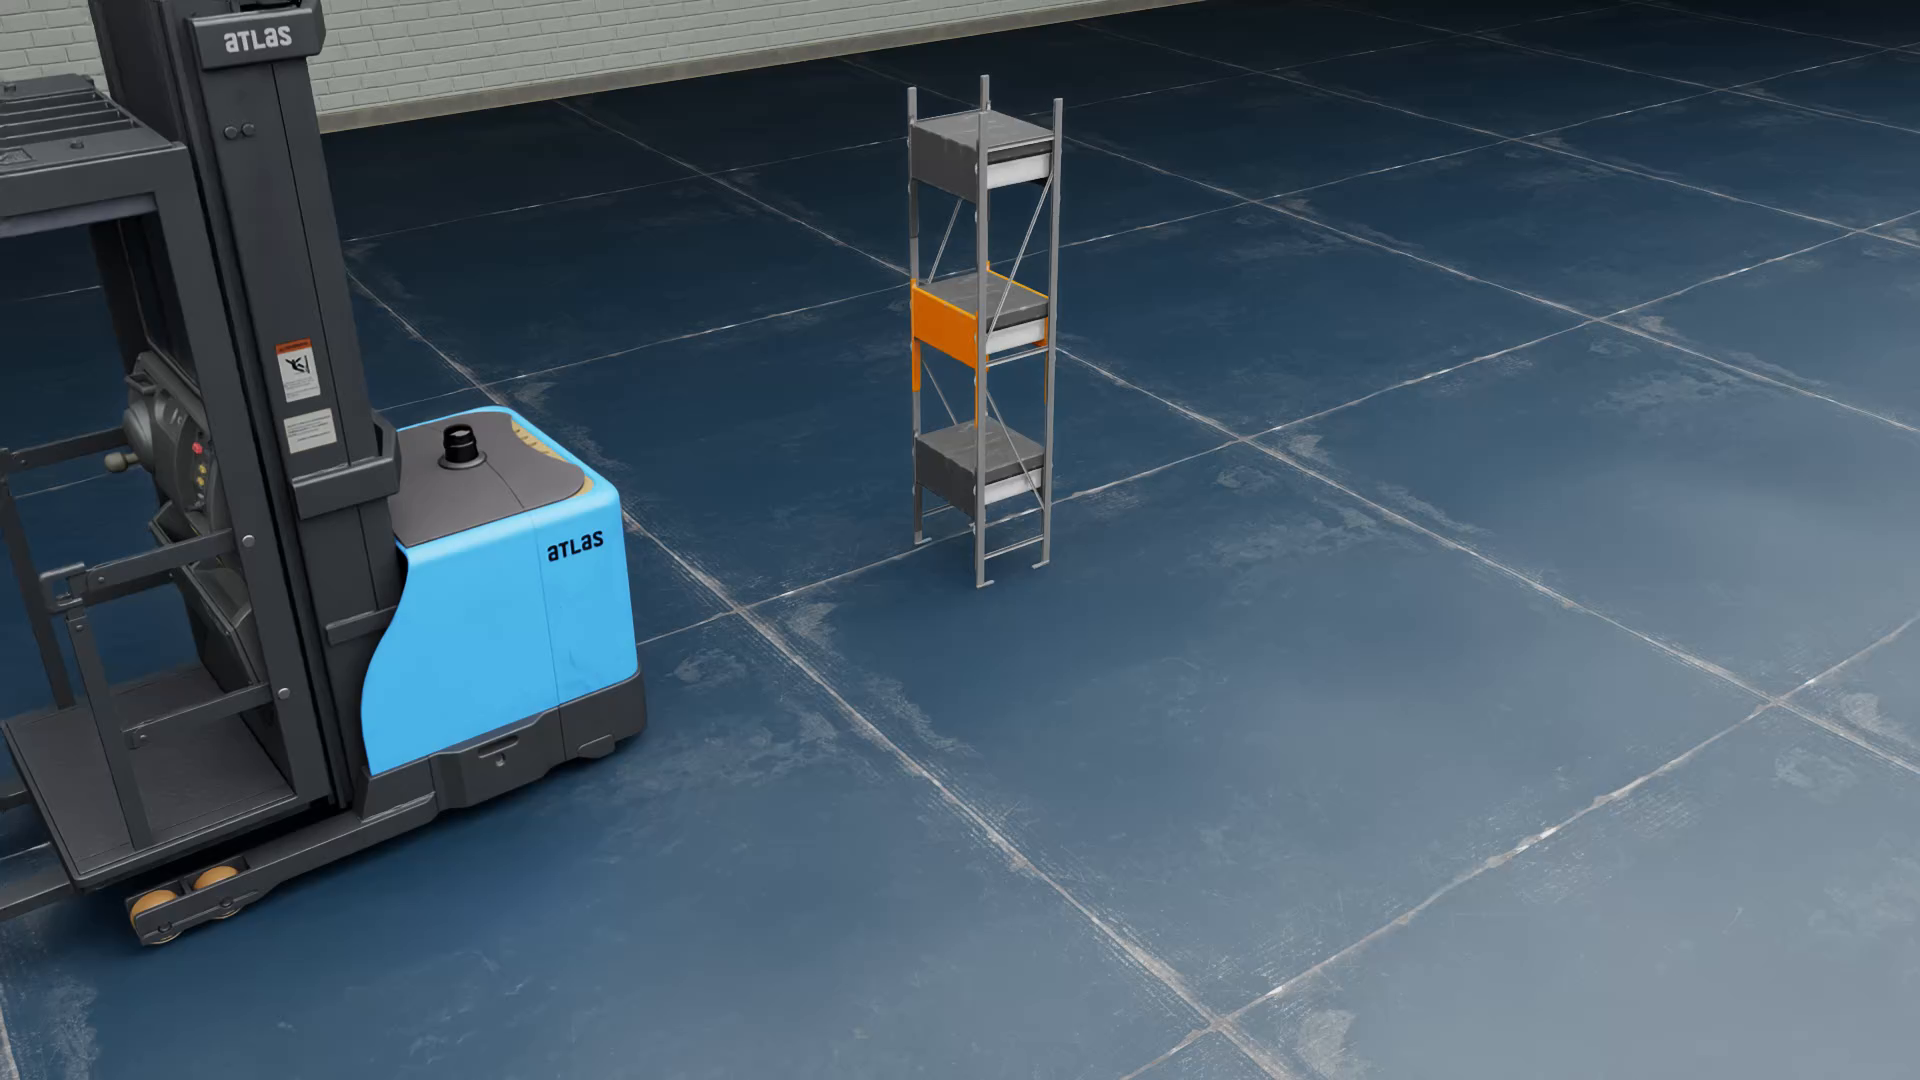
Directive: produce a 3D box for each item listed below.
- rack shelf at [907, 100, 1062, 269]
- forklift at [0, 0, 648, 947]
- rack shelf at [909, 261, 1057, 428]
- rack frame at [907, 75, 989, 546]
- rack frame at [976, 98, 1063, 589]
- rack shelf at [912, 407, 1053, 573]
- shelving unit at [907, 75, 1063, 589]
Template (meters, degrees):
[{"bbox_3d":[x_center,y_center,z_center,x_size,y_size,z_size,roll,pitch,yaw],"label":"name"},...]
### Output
[{"bbox_3d":[0.096,-1.461,6.803,0.431,0.518,0.480,-19,34,-31],"label":"rack shelf"},{"bbox_3d":[-2.662,-0.275,5.184,3.031,2.935,1.130,-20,35,-33],"label":"forklift"},{"bbox_3d":[0.096,-0.846,7.137,0.431,0.518,0.480,-19,34,-31],"label":"rack shelf"},{"bbox_3d":[-0.046,-0.953,7.305,0.400,2.100,0.015,-19,34,-31],"label":"rack frame"},{"bbox_3d":[0.238,-0.763,6.956,0.400,2.100,0.015,-19,34,-31],"label":"rack frame"},{"bbox_3d":[0.096,-0.231,7.471,0.431,0.518,0.480,-19,34,-31],"label":"rack shelf"},{"bbox_3d":[0.096,-0.858,7.130,0.431,2.100,0.503,-19,34,-31],"label":"shelving unit"}]
